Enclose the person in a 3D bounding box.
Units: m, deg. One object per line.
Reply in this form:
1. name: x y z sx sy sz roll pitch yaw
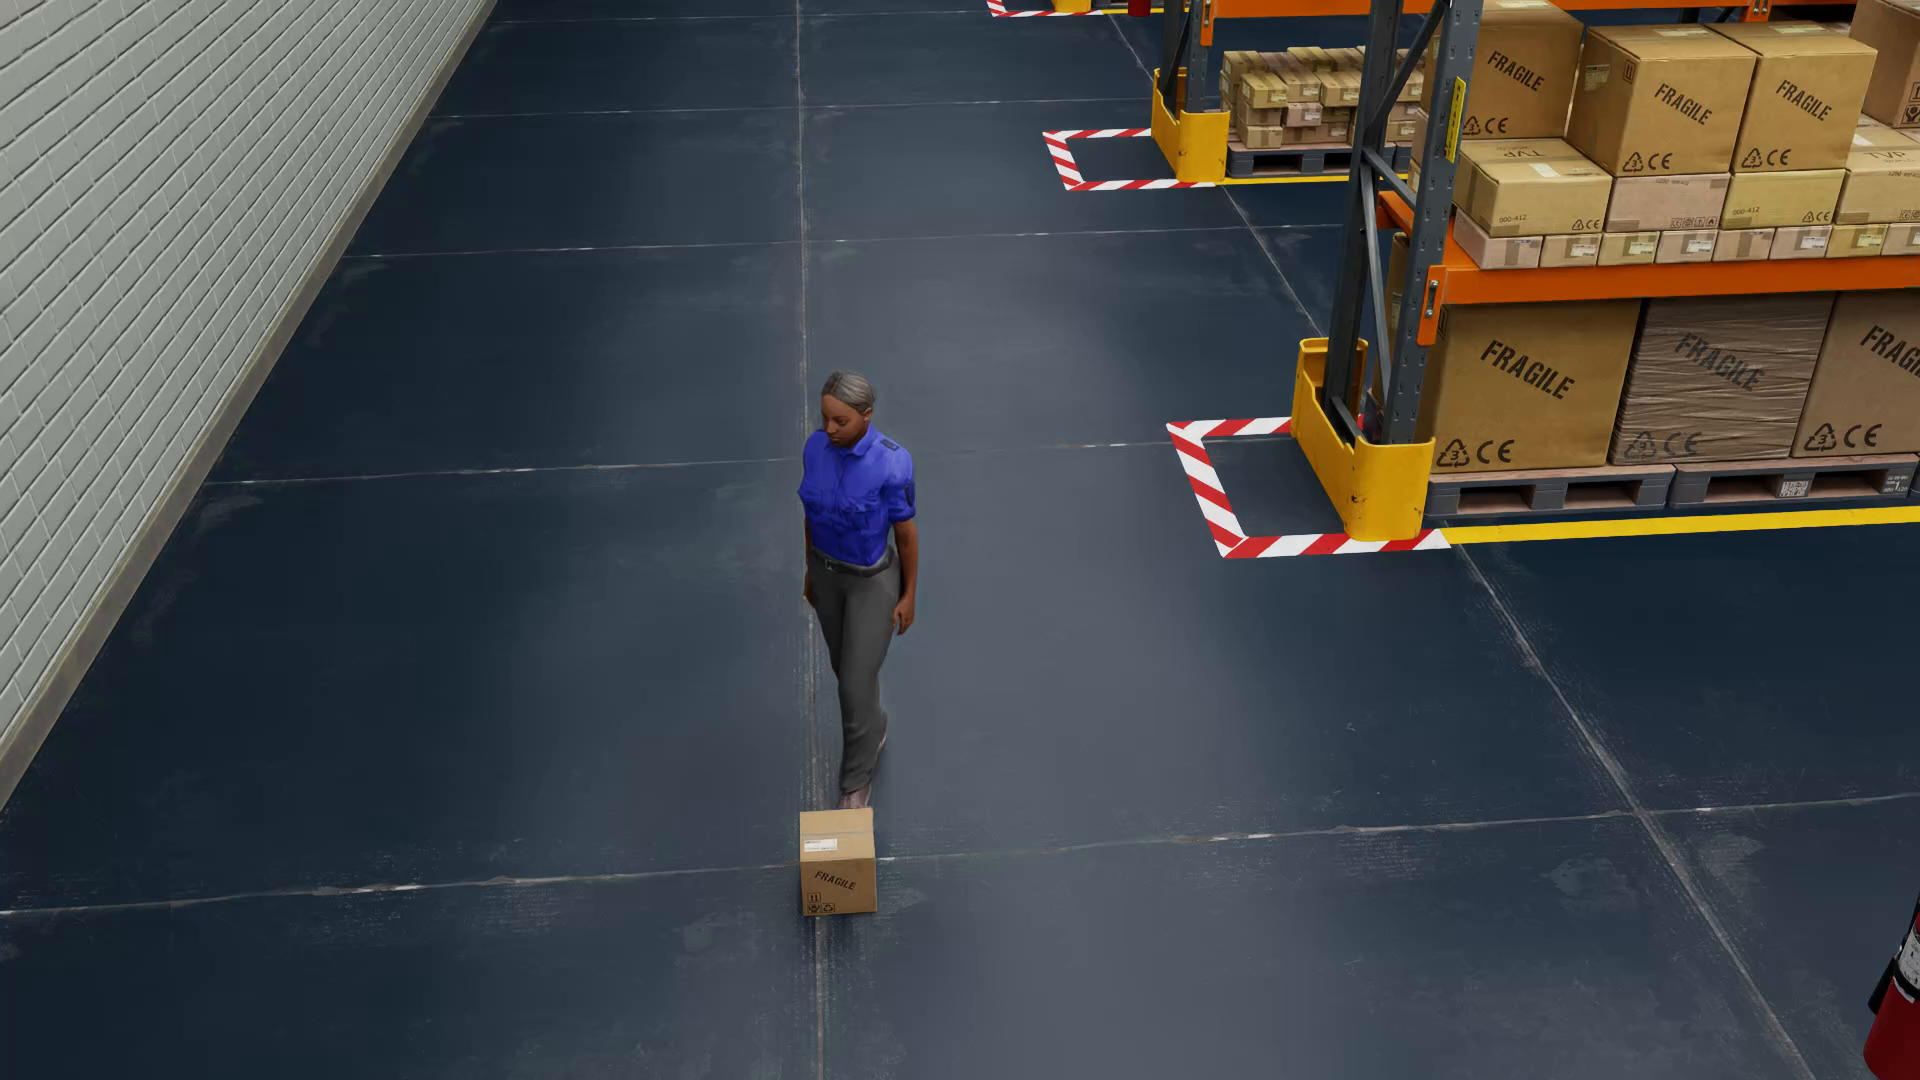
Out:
1. person: -0.427 0.199 5.795 0.454 1.660 0.572 19 36 28
